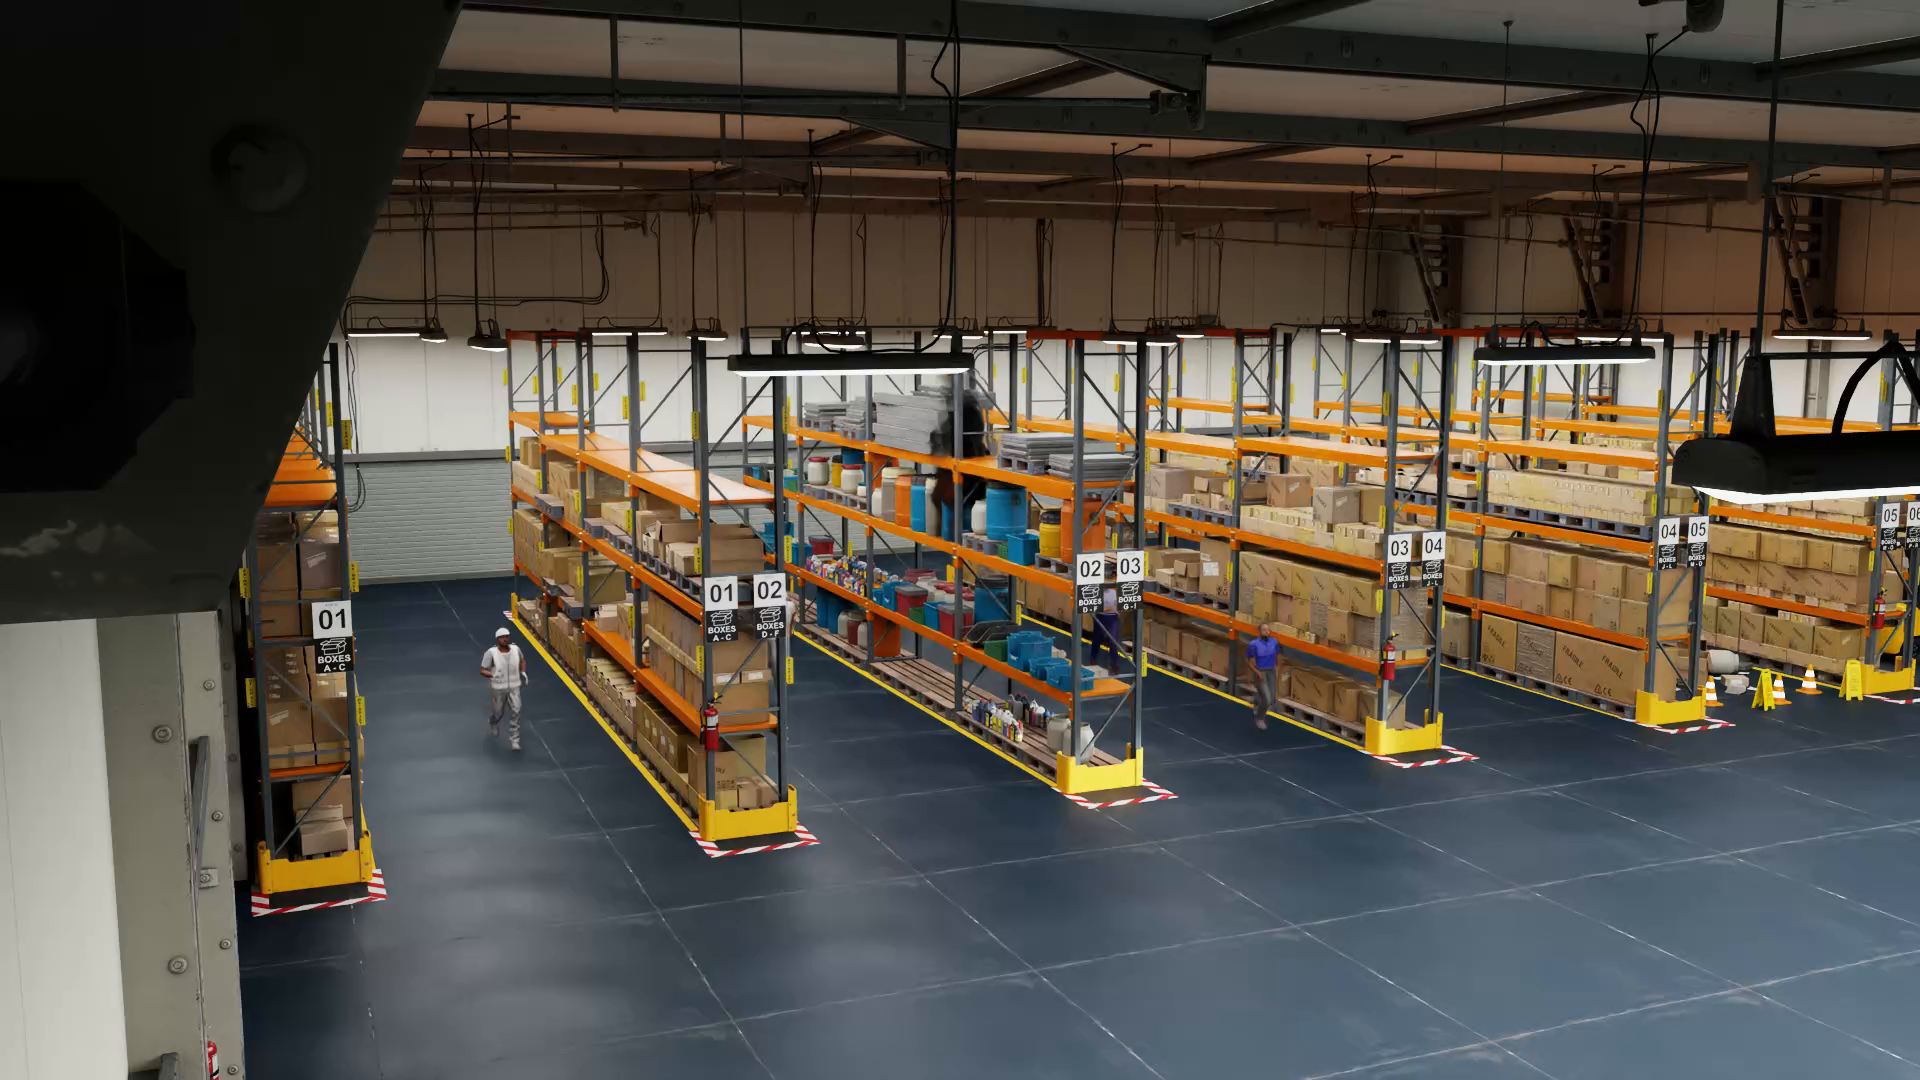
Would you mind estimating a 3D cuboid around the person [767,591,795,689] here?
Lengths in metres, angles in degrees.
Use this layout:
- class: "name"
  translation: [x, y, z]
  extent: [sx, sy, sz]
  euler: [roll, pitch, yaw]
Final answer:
- class: "person"
  translation: [-2.928, 1.589, 26.771]
  extent: [0.690, 1.680, 0.737]
  euler: [-4, 9, -27]

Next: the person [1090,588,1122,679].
- class: "person"
  translation: [2.486, 1.444, 28.154]
  extent: [0.607, 1.718, 0.770]
  euler: [-3, 8, -21]

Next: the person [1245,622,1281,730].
- class: "person"
  translation: [4.459, 1.981, 24.533]
  extent: [0.597, 1.569, 0.620]
  euler: [-2, 8, -15]

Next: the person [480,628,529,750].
- class: "person"
  translation: [-6.666, 2.159, 24.345]
  extent: [0.678, 1.759, 0.892]
  euler: [-4, 9, -30]
